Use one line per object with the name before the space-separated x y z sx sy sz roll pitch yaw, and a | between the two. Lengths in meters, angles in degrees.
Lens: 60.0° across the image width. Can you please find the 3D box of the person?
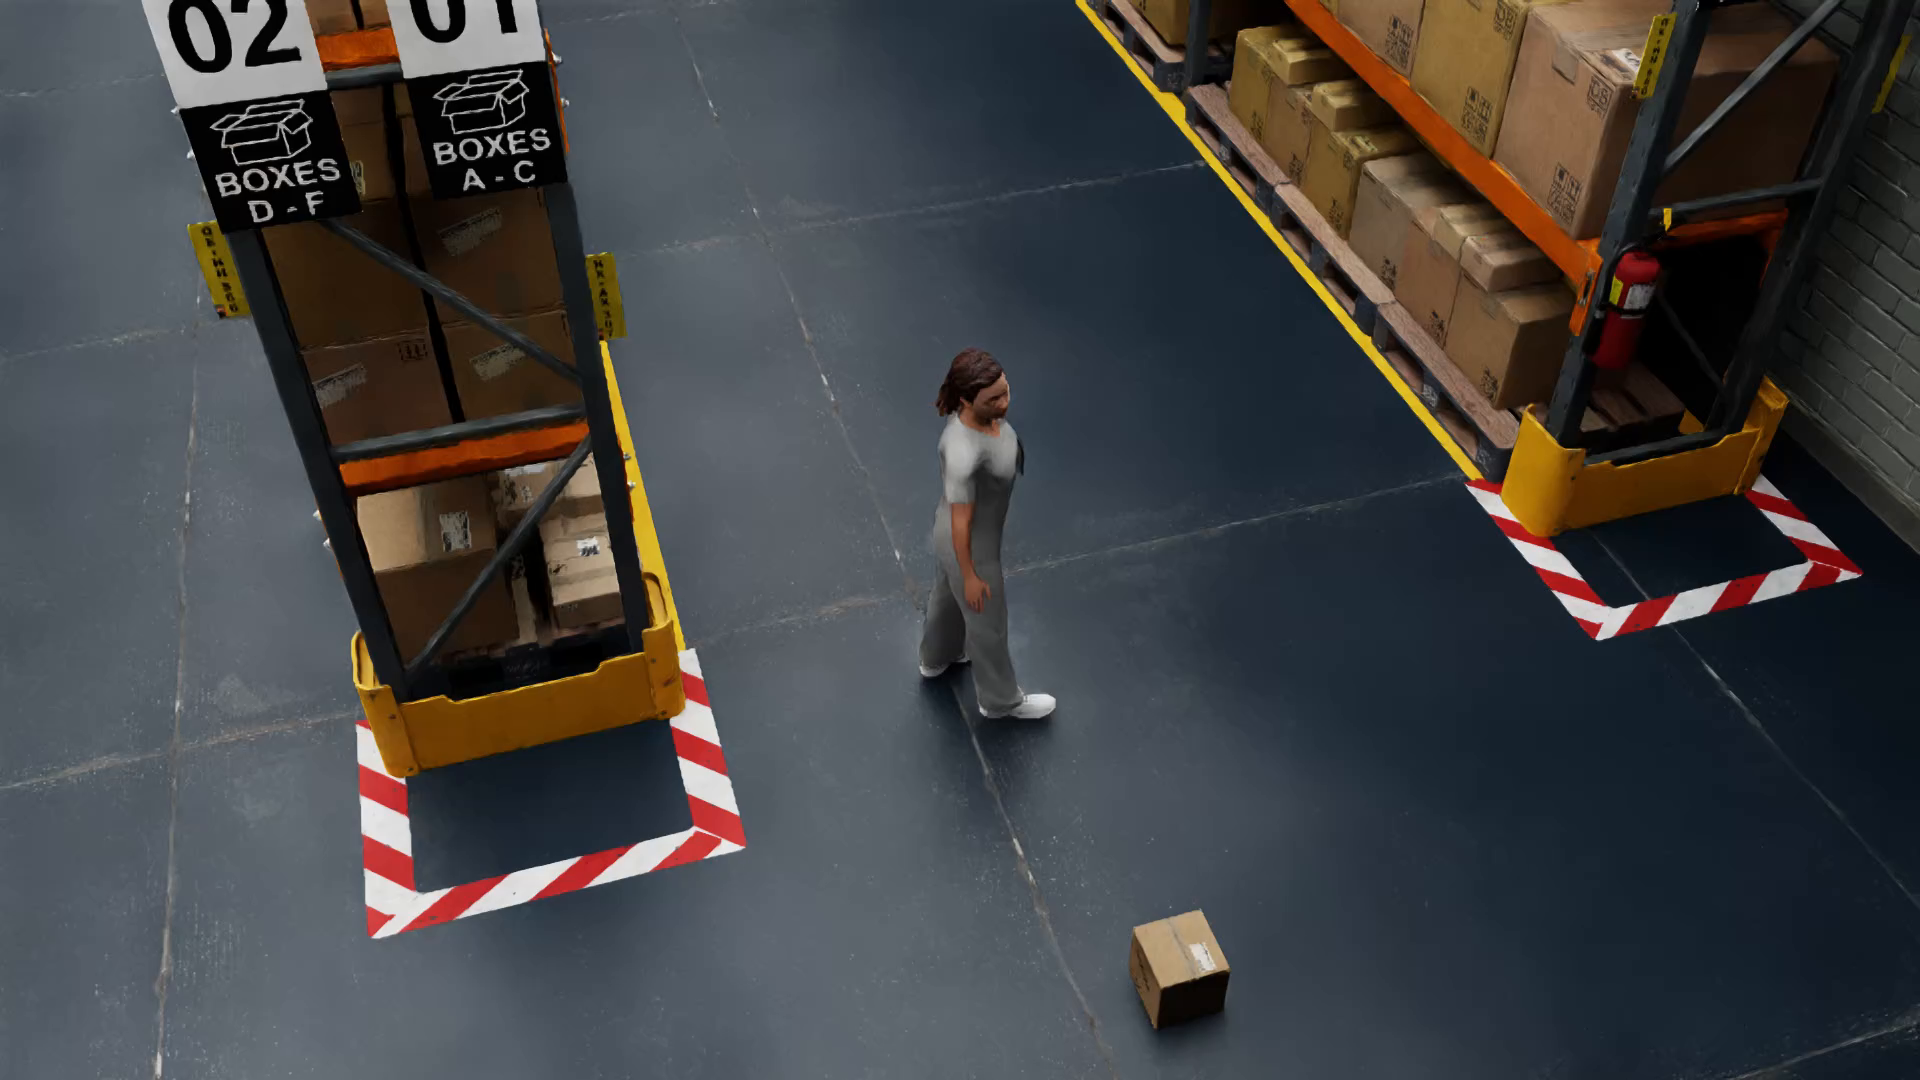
person | 0.104 -0.002 6.130 0.574 1.668 0.561 4 43 4
